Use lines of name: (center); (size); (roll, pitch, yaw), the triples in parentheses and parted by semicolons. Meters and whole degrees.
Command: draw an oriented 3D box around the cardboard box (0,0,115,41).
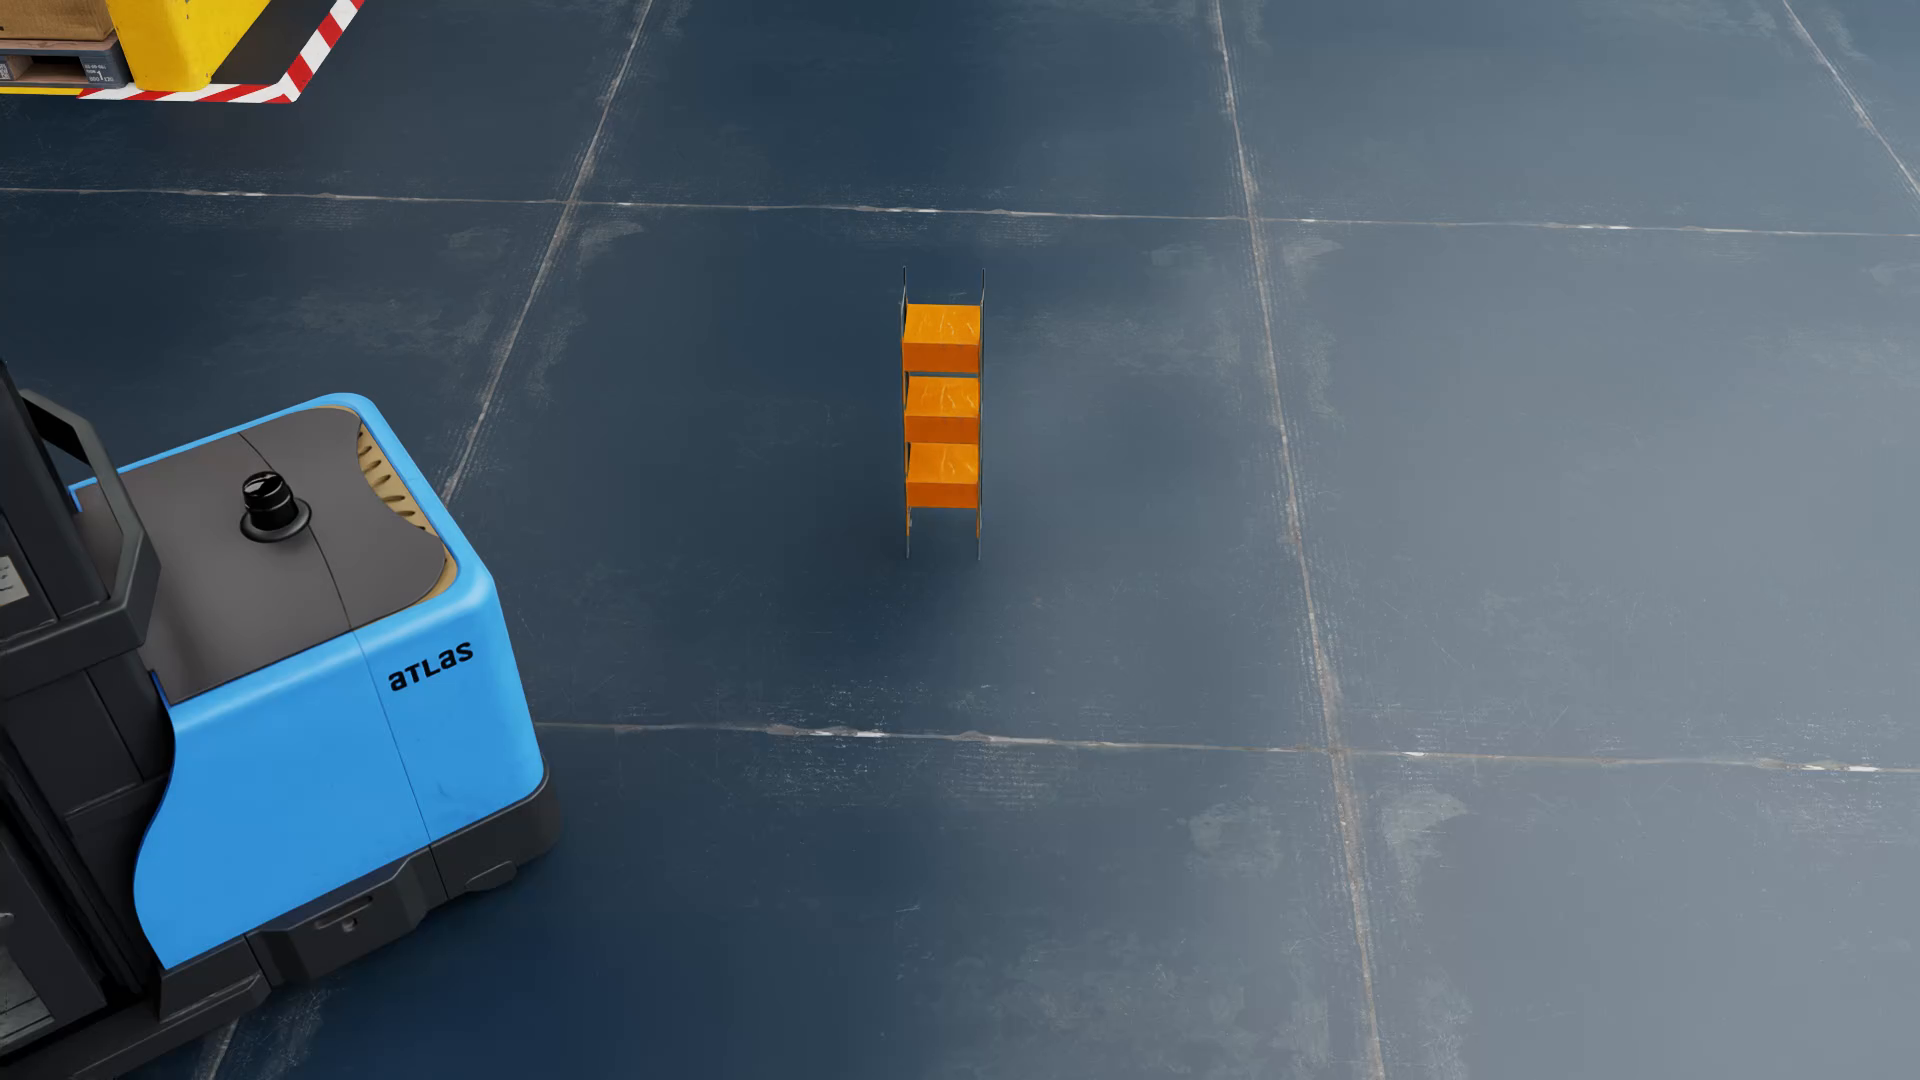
cardboard box: (-4.539, -3.031, 8.054); (0.875, 0.875, 0.875); (2, 43, 2)

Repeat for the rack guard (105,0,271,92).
rack guard: (-3.834, -2.764, 8.350); (0.348, 0.500, 1.175); (2, 43, 2)

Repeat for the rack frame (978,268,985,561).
rack frame: (0.068, -0.382, 5.390); (0.008, 1.050, 0.200); (2, 43, 2)

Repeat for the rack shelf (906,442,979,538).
rack shelf: (-0.053, -0.175, 5.591); (0.240, 0.259, 0.215); (2, 43, 2)

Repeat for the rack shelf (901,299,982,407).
rack shelf: (-0.053, -0.586, 5.208); (0.240, 0.259, 0.215); (2, 43, 2)

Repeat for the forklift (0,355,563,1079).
forklift: (-2.641, 0.115, 3.477); (3.031, 2.935, 1.130); (-25, 48, -24)

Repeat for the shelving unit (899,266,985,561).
shelving unit: (-0.053, -0.386, 5.394); (0.252, 1.050, 0.215); (2, 43, 2)

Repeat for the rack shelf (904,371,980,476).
rack shelf: (-0.053, -0.378, 5.401); (0.240, 0.259, 0.215); (2, 43, 2)

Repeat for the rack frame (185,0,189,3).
rack frame: (-3.858, -3.679, 7.499); (0.127, 3.000, 1.000); (2, 43, 2)

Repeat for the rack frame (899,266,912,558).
rack frame: (-0.175, -0.390, 5.398); (0.008, 1.050, 0.200); (2, 43, 2)

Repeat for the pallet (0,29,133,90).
pallet: (-4.661, -2.630, 8.418); (1.213, 0.211, 1.003); (2, 43, 2)
